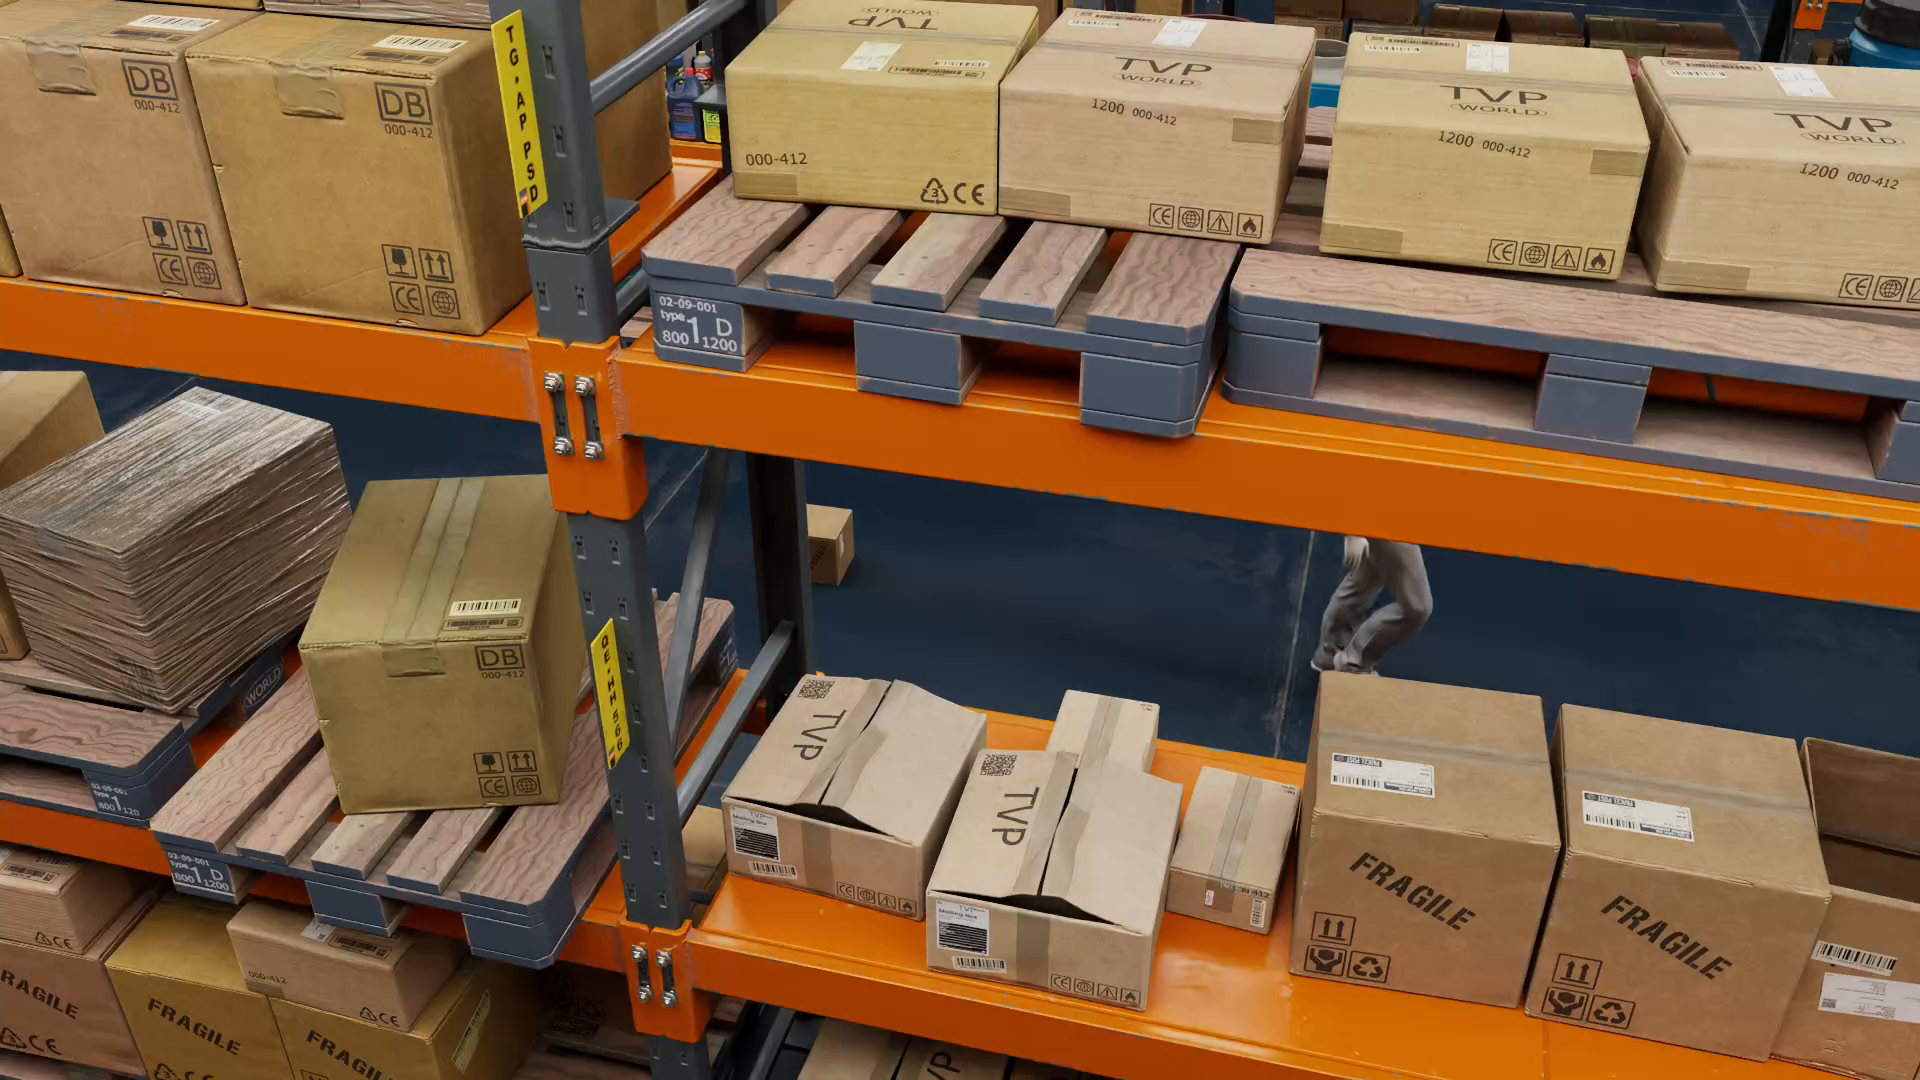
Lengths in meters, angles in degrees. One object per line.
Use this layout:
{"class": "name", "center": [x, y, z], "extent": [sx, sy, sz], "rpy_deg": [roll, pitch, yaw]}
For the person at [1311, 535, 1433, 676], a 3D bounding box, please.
{"class": "person", "center": [1.628, -0.105, 6.261], "extent": [0.448, 1.726, 0.515], "rpy_deg": [14, 35, 20]}
